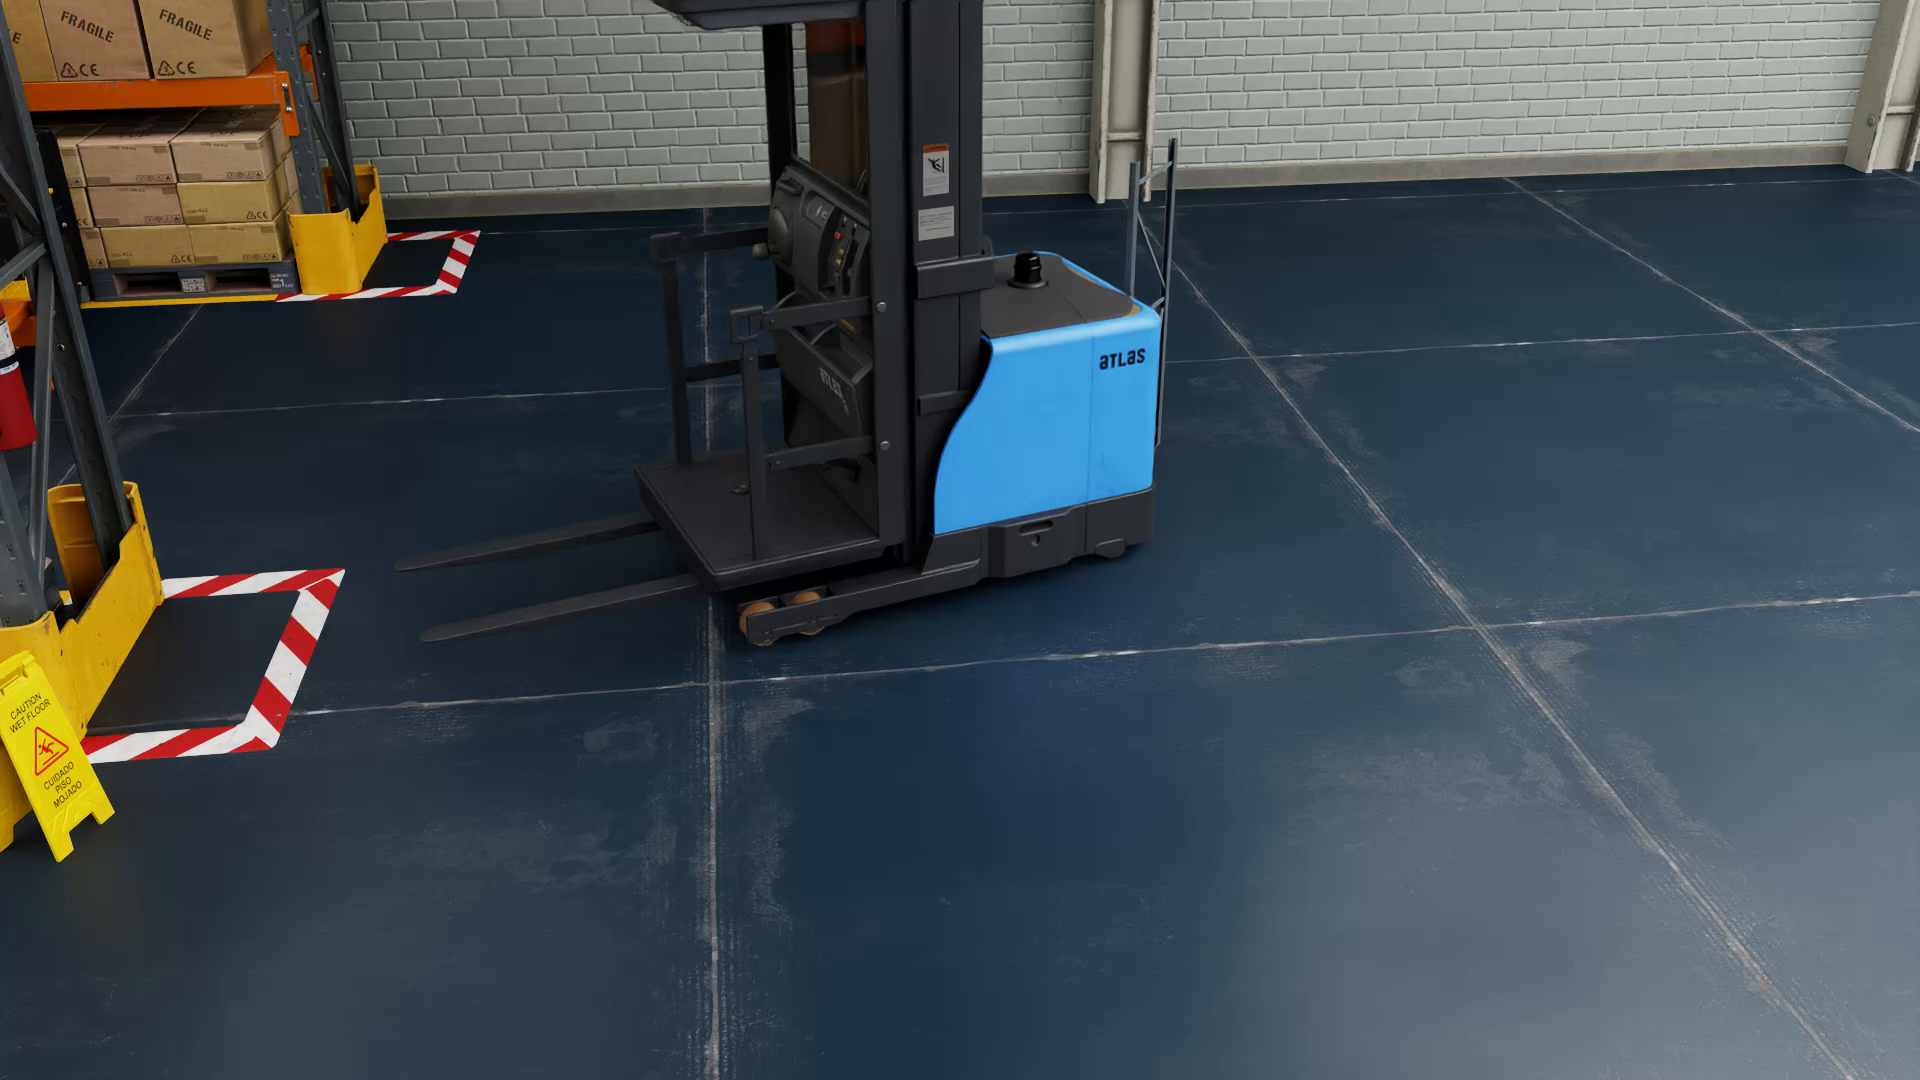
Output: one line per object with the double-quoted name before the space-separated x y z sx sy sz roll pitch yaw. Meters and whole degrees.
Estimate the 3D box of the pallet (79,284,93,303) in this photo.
"pallet" -5.922 -1.715 10.361 1.213 0.211 1.003 -4 27 -7

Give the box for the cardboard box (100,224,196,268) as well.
"cardboard box" -4.880 -1.863 10.146 0.500 0.250 0.500 -4 27 -7

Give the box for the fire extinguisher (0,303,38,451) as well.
"fire extinguisher" -3.092 -0.620 5.258 0.183 0.674 0.296 -4 27 -7

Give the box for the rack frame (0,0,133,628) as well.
"rack frame" -3.270 -0.856 5.632 0.127 3.000 1.000 -4 27 -7

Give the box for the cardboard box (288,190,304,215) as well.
"cardboard box" -4.478 -2.120 10.648 0.500 0.250 0.500 -4 27 -7

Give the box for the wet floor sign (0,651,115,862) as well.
"wet floor sign" -2.932 0.664 5.250 0.232 0.644 0.267 6 28 11

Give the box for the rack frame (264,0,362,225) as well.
"rack frame" -3.965 -3.099 10.004 0.127 3.000 1.000 -4 27 -7

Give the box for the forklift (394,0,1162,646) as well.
"forklift" -0.728 -1.169 6.318 3.031 2.935 1.130 -12 30 -22

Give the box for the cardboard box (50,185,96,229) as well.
"cardboard box" -5.410 -2.044 9.951 0.500 0.250 0.500 -4 27 -8

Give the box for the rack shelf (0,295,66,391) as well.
"rack shelf" -5.250 -0.408 5.548 4.000 0.370 1.077 -4 27 -7

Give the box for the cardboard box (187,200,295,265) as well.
"cardboard box" -4.386 -1.890 10.200 0.500 0.250 0.500 -3 27 -7

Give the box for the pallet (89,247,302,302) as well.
"pallet" -4.716 -1.791 10.509 1.213 0.211 1.003 -4 27 -7

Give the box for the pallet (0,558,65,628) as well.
"pallet" -4.154 0.426 6.189 1.213 0.211 1.003 -4 27 -7

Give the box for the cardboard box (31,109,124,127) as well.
"cardboard box" -5.458 -2.502 10.298 0.500 0.250 0.500 -4 27 -7

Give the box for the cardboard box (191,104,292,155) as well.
"cardboard box" -4.467 -2.563 10.415 0.500 0.250 0.500 -4 27 -8

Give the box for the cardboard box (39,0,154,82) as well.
"cardboard box" -4.931 -2.965 9.633 0.500 0.500 0.500 -3 27 -5

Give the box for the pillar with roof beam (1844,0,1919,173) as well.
"pillar with roof beam" 7.703 -4.949 7.037 0.400 9.000 9.100 -4 27 -7

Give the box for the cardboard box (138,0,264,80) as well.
"cardboard box" -4.416 -2.994 9.689 0.500 0.500 0.500 -4 27 -8

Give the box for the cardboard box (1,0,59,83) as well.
"cardboard box" -5.438 -2.932 9.569 0.500 0.500 0.500 -4 27 -8

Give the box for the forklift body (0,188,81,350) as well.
"forklift body" -5.588 -1.776 8.356 1.214 2.155 2.313 -4 27 -7

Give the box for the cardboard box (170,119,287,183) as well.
"cardboard box" -4.377 -2.337 9.976 0.500 0.250 0.500 -3 27 -5

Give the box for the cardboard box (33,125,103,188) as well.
"cardboard box" -5.381 -2.266 9.836 0.500 0.250 0.500 -3 27 -6

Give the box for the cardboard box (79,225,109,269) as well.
"cardboard box" -5.377 -1.835 10.092 0.500 0.250 0.500 -3 27 -7

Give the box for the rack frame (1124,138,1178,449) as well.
"rack frame" 0.855 -1.045 7.643 0.032 1.500 0.500 13 30 24

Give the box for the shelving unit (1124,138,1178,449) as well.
"shelving unit" 0.405 -1.152 7.852 1.048 1.500 0.538 13 30 24

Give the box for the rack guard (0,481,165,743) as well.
"rack guard" -3.345 0.261 6.193 0.348 0.500 1.175 -4 27 -7

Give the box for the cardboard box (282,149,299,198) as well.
"cardboard box" -4.459 -2.349 10.547 0.500 0.250 0.500 -3 27 -6

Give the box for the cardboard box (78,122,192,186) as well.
"cardboard box" -4.882 -2.302 9.908 0.500 0.250 0.500 -3 27 -6

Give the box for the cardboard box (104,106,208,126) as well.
"cardboard box" -4.961 -2.529 10.350 0.500 0.250 0.500 -4 27 -7

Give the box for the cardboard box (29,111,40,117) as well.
"cardboard box" -5.967 -2.473 10.240 0.500 0.250 0.500 -4 27 -8

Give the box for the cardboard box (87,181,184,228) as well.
"cardboard box" -4.901 -2.086 10.034 0.500 0.250 0.500 -4 27 -8

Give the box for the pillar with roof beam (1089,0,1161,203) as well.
"pillar with roof beam" 1.761 -4.567 6.294 0.400 9.000 9.100 -4 27 -7

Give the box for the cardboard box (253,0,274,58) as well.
"cardboard box" -4.494 -3.238 10.165 0.500 0.500 0.500 -3 27 -5

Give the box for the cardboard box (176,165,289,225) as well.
"cardboard box" -4.403 -2.113 10.086 0.500 0.250 0.500 -4 27 -8

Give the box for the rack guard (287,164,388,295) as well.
"rack guard" -3.941 -1.989 10.578 0.348 0.500 1.175 -4 27 -7

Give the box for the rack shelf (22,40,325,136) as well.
"rack shelf" -5.945 -2.652 9.921 4.000 0.370 1.077 -4 27 -7
